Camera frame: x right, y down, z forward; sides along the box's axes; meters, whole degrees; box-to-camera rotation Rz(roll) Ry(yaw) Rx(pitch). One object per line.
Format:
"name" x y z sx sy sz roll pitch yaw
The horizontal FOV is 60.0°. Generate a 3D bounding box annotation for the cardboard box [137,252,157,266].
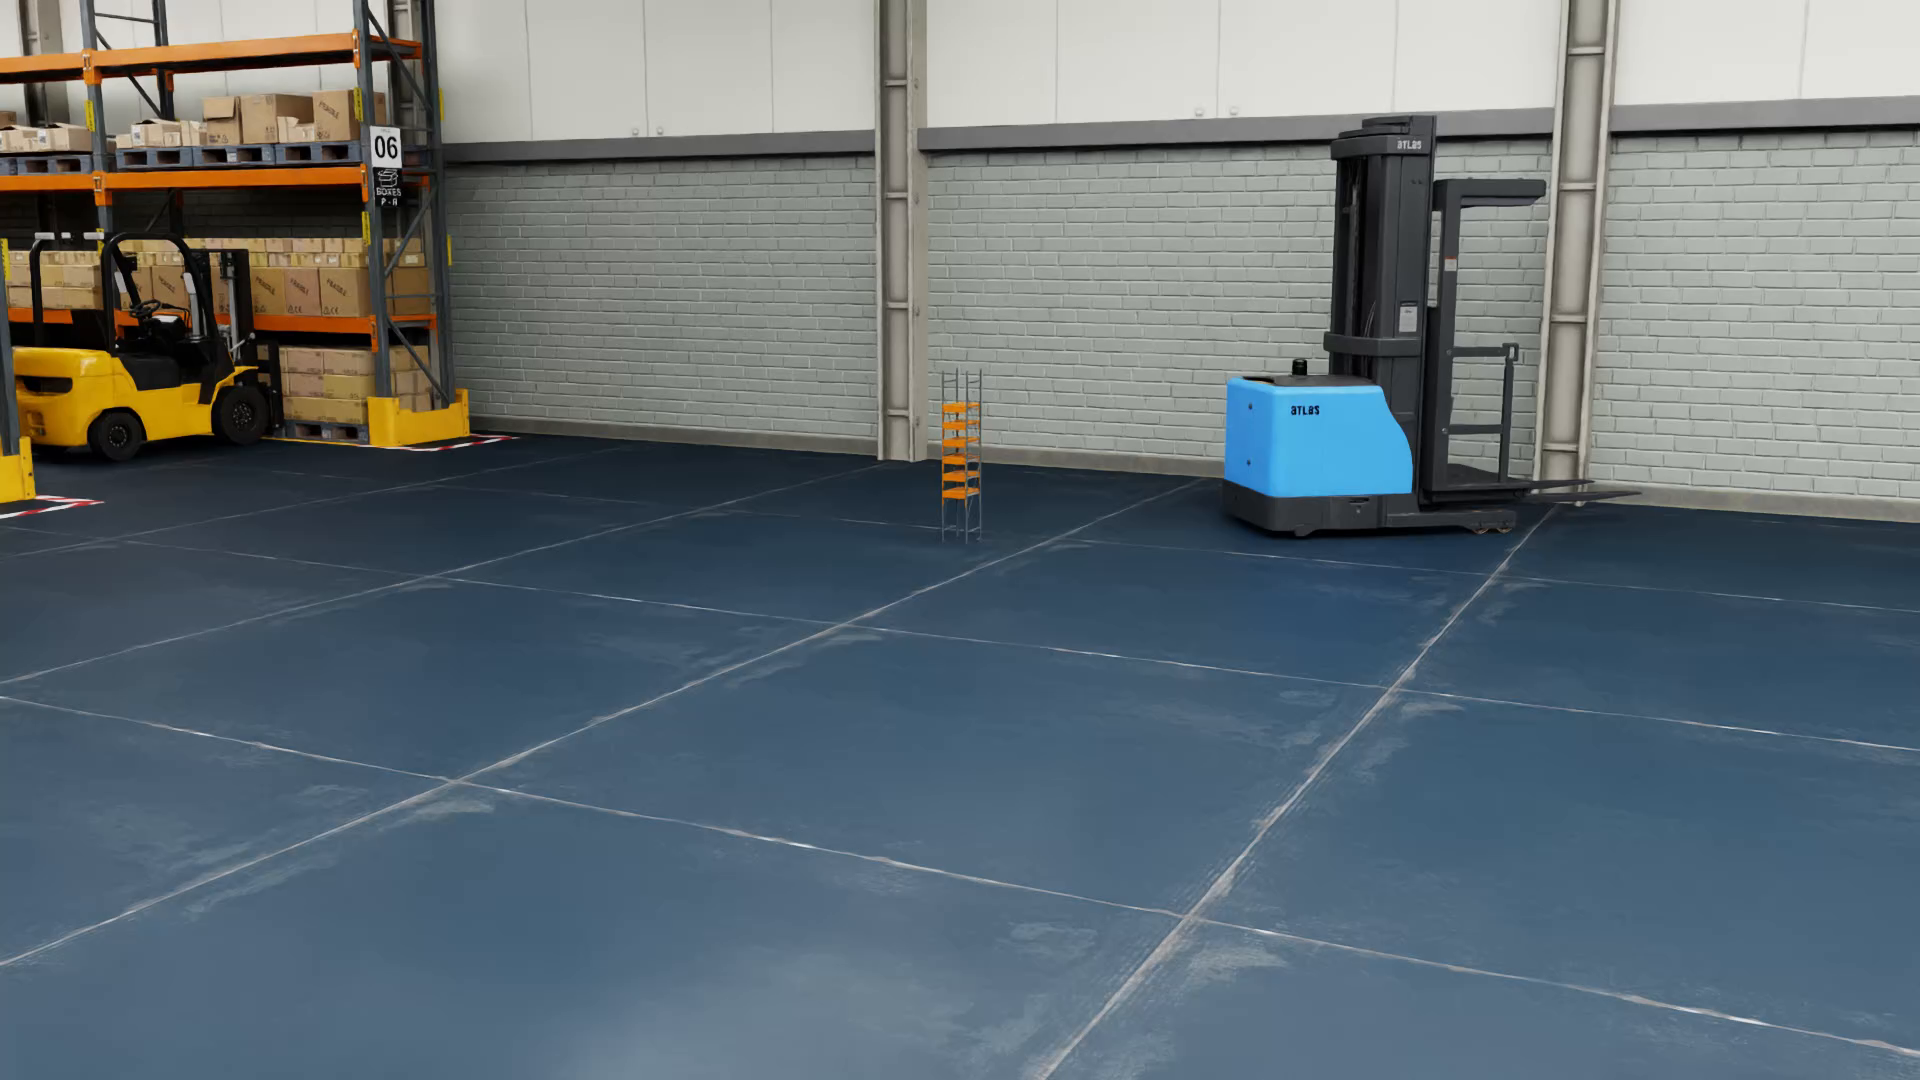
"cardboard box" -8.888 -3.126 18.477 0.250 0.149 0.380 5 12 27

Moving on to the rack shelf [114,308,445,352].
"rack shelf" -7.497 -2.333 18.219 4.000 0.370 1.077 5 11 26

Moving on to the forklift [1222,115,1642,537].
"forklift" 3.550 -1.577 12.216 3.031 2.935 1.130 -2 10 -12

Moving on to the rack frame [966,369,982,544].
"rack frame" 0.095 -0.582 11.577 0.006 1.200 0.240 5 11 26

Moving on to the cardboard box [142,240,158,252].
"cardboard box" -8.854 -3.284 18.513 0.250 0.149 0.380 5 11 27

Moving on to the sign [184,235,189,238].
"sign" -9.046 -3.398 19.432 0.005 0.325 0.100 5 11 26

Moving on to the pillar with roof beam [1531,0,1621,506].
"pillar with roof beam" 2.927 -4.047 8.825 0.400 9.000 9.100 5 11 26

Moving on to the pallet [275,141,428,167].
"pallet" -6.326 -4.022 17.356 1.213 0.211 1.003 5 11 26

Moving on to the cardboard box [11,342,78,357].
"cardboard box" -11.131 -2.044 20.087 0.625 0.625 0.875 5 11 23

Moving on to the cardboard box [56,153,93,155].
"cardboard box" -10.243 -4.552 19.281 0.250 0.149 0.380 5 11 26

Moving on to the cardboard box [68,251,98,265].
"cardboard box" -9.935 -3.222 19.008 0.250 0.149 0.380 5 11 25

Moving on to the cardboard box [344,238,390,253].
"cardboard box" -6.118 -3.039 17.161 0.250 0.149 0.380 5 11 26

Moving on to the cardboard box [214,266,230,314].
"cardboard box" -7.638 -2.696 17.924 0.500 0.500 0.500 5 11 26

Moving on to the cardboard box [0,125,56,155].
"cardboard box" -10.736 -4.611 19.155 0.500 0.311 0.500 5 11 24

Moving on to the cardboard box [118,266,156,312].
"cardboard box" -9.008 -2.817 18.593 0.500 0.500 0.500 5 11 24

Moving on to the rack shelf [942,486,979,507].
"rack shelf" 0.013 -0.309 11.668 0.180 0.103 0.258 5 11 26

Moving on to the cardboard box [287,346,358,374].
"cardboard box" -6.715 -1.901 17.545 0.500 0.250 0.500 5 12 27

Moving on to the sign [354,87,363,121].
"sign" -5.956 -4.317 16.473 0.005 0.325 0.100 5 11 26

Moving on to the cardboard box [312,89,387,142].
"cardboard box" -6.208 -4.307 16.940 0.500 0.500 0.500 5 12 28

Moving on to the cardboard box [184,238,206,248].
"cardboard box" -8.199 -3.209 18.103 0.250 0.149 0.380 5 11 25

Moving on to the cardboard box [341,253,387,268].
"cardboard box" -6.138 -2.881 17.121 0.250 0.149 0.380 5 11 27

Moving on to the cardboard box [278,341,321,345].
"cardboard box" -7.401 -2.065 18.450 0.500 0.250 0.500 5 11 25

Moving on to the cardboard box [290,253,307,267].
"cardboard box" -6.804 -2.947 17.491 0.250 0.149 0.380 5 11 25

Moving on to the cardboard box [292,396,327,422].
"cardboard box" -6.706 -1.410 17.642 0.500 0.250 0.500 5 11 26

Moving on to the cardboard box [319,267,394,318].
"cardboard box" -6.261 -2.576 17.258 0.500 0.500 0.500 5 11 25

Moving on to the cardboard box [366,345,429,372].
"cardboard box" -6.051 -1.943 17.779 0.500 0.250 0.500 5 11 25

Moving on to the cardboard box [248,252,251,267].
"cardboard box" -7.484 -3.012 17.846 0.250 0.149 0.380 5 11 25

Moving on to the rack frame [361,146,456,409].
"rack frame" -5.703 -2.530 17.284 0.127 3.000 1.000 5 11 26

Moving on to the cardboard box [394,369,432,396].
"cardboard box" -6.033 -1.699 17.835 0.500 0.250 0.500 5 12 27

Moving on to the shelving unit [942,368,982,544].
"shelving unit" 0.013 -0.589 11.617 0.189 1.200 0.258 5 11 26

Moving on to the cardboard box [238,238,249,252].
"cardboard box" -7.496 -3.159 17.824 0.250 0.149 0.380 5 11 27

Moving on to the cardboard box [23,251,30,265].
"cardboard box" -10.633 -3.280 19.328 0.250 0.149 0.380 5 11 24

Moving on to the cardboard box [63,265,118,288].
"cardboard box" -9.844 -3.015 18.983 0.500 0.250 0.500 5 11 25

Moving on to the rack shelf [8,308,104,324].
"rack shelf" -11.084 -2.648 19.961 4.000 0.370 1.077 5 11 26

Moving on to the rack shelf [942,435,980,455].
"rack shelf" 0.013 -0.664 11.604 0.180 0.103 0.258 5 11 26

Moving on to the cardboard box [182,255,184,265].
"cardboard box" -8.219 -3.058 18.100 0.250 0.149 0.380 5 11 25

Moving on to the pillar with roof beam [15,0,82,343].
"pillar with roof beam" -13.215 -5.466 16.662 0.400 9.000 9.100 5 11 26

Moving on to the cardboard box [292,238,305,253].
"cardboard box" -6.790 -3.101 17.505 0.250 0.149 0.380 5 11 26

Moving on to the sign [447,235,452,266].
"sign" -5.453 -3.083 17.687 0.005 0.325 0.100 5 11 26

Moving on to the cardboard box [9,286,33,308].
"cardboard box" -10.743 -2.852 19.485 0.500 0.250 0.500 5 11 26

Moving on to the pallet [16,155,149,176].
"pallet" -10.087 -4.294 19.148 1.217 0.209 0.805 5 11 24

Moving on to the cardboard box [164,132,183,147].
"cardboard box" -8.333 -4.309 17.937 0.250 0.149 0.380 5 12 28

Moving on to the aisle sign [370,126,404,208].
"aisle sign" -5.774 -3.757 16.765 0.004 0.787 0.394 5 11 26

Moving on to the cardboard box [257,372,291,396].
"cardboard box" -7.196 -1.696 17.817 0.500 0.250 0.500 5 11 25

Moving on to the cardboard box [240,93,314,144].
"cardboard box" -7.083 -4.403 17.474 0.500 0.500 0.700 5 11 26
